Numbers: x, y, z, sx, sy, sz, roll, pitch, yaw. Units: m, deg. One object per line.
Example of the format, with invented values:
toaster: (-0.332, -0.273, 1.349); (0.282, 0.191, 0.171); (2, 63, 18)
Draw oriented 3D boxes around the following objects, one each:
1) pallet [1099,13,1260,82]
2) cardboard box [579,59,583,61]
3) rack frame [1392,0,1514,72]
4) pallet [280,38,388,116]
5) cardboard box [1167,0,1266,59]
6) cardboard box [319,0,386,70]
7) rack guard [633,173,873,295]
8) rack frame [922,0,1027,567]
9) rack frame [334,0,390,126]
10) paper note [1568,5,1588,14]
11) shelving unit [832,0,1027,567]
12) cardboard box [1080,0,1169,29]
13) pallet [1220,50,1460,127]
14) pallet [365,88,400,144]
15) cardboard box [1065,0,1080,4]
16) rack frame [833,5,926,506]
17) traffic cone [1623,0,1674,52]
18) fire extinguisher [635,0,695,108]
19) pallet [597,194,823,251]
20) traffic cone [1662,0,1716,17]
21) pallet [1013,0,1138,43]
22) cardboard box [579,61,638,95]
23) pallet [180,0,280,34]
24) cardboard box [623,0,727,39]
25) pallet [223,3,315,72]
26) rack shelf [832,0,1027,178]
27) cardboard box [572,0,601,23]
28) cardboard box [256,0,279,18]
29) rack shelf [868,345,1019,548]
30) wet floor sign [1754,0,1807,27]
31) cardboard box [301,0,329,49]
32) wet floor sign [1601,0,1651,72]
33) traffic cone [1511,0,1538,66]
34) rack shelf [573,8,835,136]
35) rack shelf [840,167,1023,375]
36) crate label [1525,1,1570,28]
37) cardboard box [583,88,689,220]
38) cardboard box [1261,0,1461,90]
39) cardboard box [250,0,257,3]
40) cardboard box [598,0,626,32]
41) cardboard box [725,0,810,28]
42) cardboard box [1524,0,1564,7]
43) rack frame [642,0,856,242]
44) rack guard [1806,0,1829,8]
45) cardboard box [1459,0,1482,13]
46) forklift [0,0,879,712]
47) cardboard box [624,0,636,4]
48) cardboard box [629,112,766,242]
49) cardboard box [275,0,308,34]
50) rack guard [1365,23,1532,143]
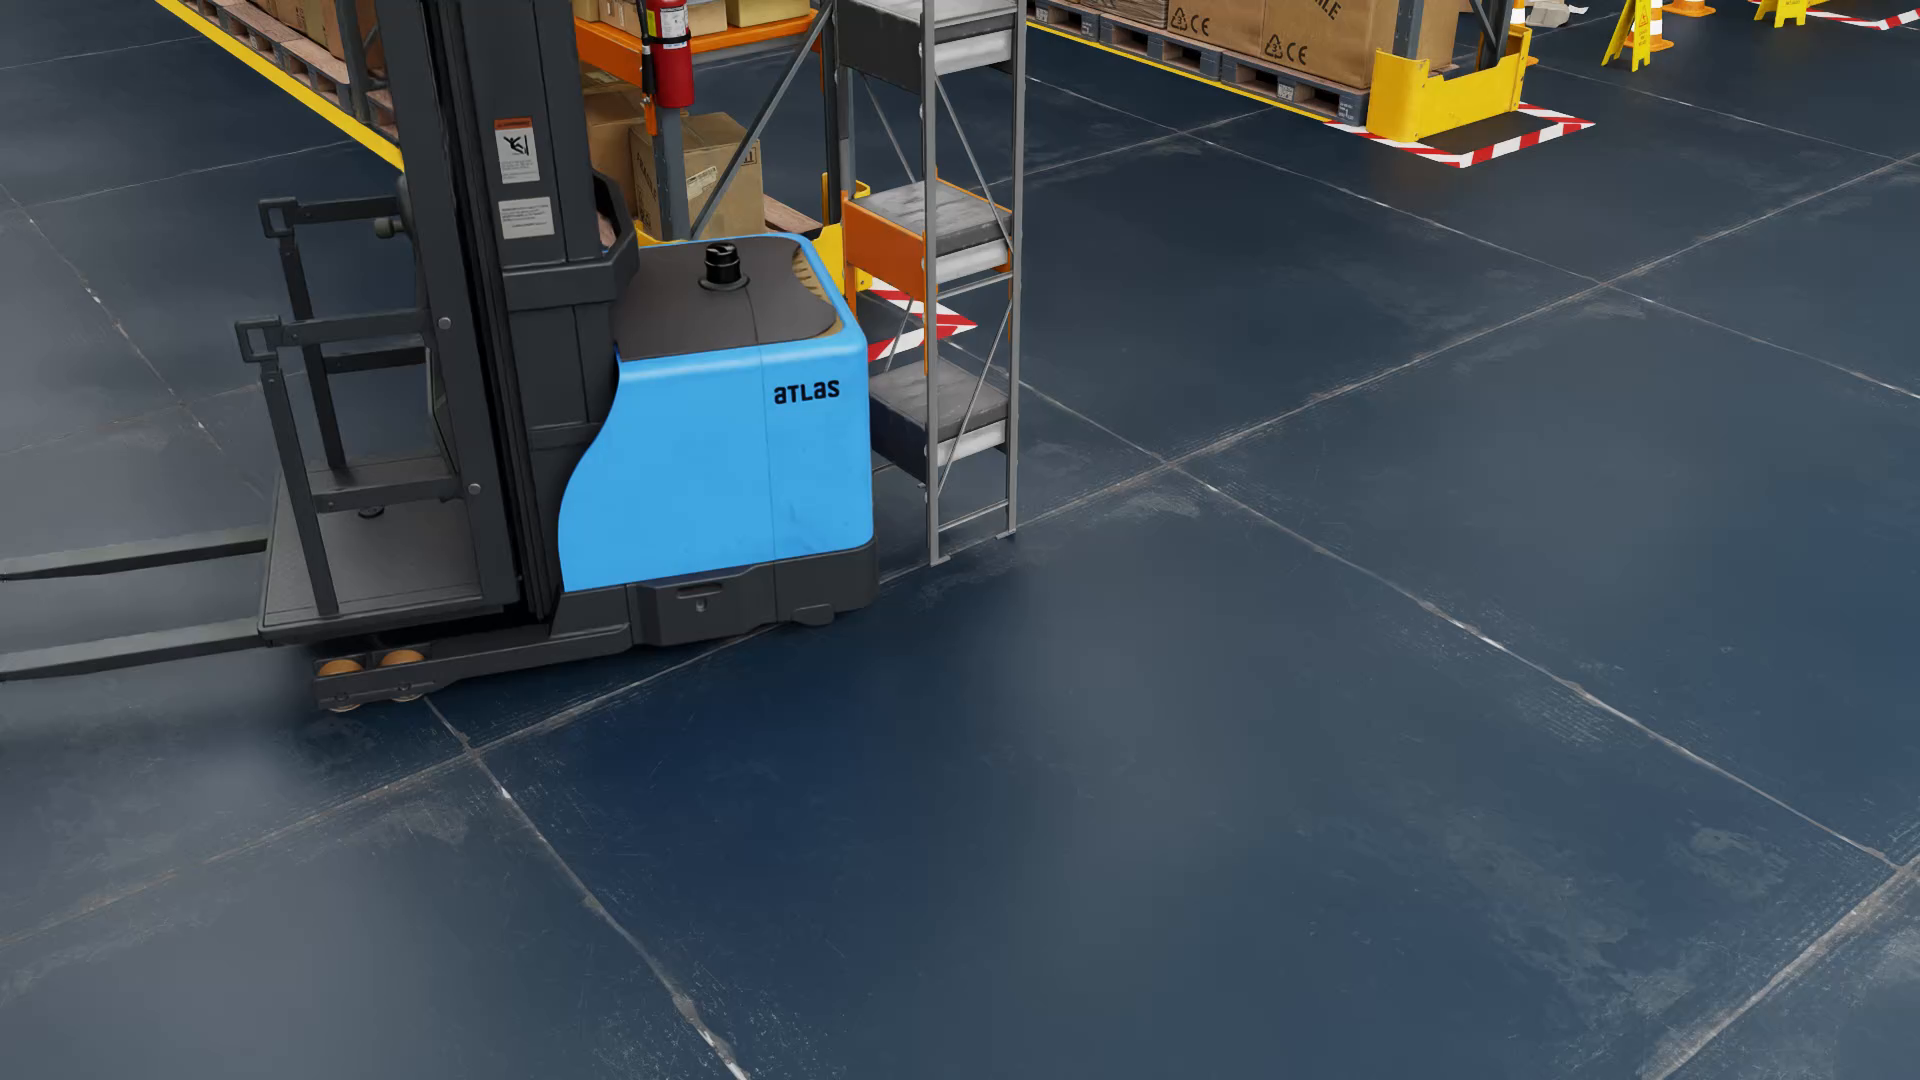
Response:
pallet: (1.755, -3.587, 11.826); (1.003, 0.211, 1.213); (-22, 38, -31)
cardboard box: (-2.368, -2.528, 9.448); (0.500, 0.500, 0.500); (-26, 40, -35)
rack frame: (3.051, -3.956, 9.777); (1.000, 3.000, 0.127); (-22, 38, -31)
pallet: (-3.861, -3.200, 11.202); (1.003, 0.211, 1.213); (-22, 38, -31)
cardboard box: (2.042, -3.859, 11.236); (0.875, 0.875, 0.875); (-23, 39, -32)
cardboard box: (-3.742, -3.448, 10.911); (0.700, 0.500, 0.500); (-26, 40, -35)
rack guard: (-0.976, -1.363, 7.971); (1.175, 0.500, 0.348); (-22, 38, -31)
rack frame: (0.048, -0.859, 5.643); (0.400, 2.100, 0.015); (-22, 38, -31)
rack frame: (-3.382, -4.060, 9.945); (1.000, 3.000, 0.127); (-22, 38, -31)
paper note: (4.747, -4.088, 12.804); (0.142, 0.019, 0.148); (18, 36, 27)
shelving unit: (-0.102, -0.961, 5.807); (0.431, 2.100, 0.503); (-22, 38, -31)
cardboard box: (1.484, -4.240, 11.849); (0.875, 0.875, 0.875); (-22, 38, -31)
pallet: (2.499, -3.079, 11.008); (1.003, 0.211, 1.213); (-22, 38, -31)
pallet: (-2.942, -2.607, 10.248); (1.003, 0.211, 1.213); (-22, 38, -31)
cardboard box: (0.928, -4.614, 12.452); (0.875, 0.875, 0.875); (-22, 38, -31)
rack frame: (-0.251, -1.063, 5.971); (0.400, 2.100, 0.015); (-22, 38, -31)
traffic cone: (4.948, -3.783, 11.902); (0.336, 0.463, 0.334); (-22, 38, -31)
fire extinguisher: (-1.223, -2.164, 6.964); (0.296, 0.674, 0.183); (-22, 38, -31)
pallet: (-1.446, -1.591, 8.611); (1.003, 0.211, 1.213); (-22, 38, -31)
traffic cone: (5.616, -4.284, 12.709); (0.336, 0.463, 0.334); (-22, 38, -31)
pallet: (1.002, -4.096, 12.645); (1.003, 0.211, 1.213); (-22, 38, -31)
cardboard box: (-2.061, -2.281, 9.050); (0.500, 0.500, 0.500); (-19, 36, -27)
pallet: (-5.357, -4.217, 12.839); (1.003, 0.211, 1.213); (-22, 38, -31)
cardboard box: (-1.267, -2.339, 7.411); (0.380, 0.149, 0.250); (-22, 38, -31)
pallet: (-4.613, -3.709, 12.021); (1.003, 0.211, 1.213); (-22, 38, -31)
rack shelf: (-0.101, -1.544, 5.445); (0.431, 0.518, 0.480); (-22, 38, -31)
cardboard box: (-1.614, -2.531, 7.720); (0.380, 0.149, 0.250); (-22, 38, -31)
cardboard box: (-4.705, -4.119, 11.991); (0.700, 0.500, 0.500); (-19, 37, -28)
rack shelf: (-0.102, -0.355, 6.184); (0.431, 0.518, 0.480); (-22, 38, -31)
wet floor sign: (6.170, -4.174, 12.359); (0.267, 0.644, 0.232); (-10, 33, -15)
cardboard box: (-4.019, -3.653, 11.241); (0.700, 0.500, 0.500); (-23, 38, -32)
wet floor sign: (4.633, -3.584, 11.410); (0.232, 0.644, 0.267); (26, 40, 35)
traffic cone: (3.847, -3.559, 11.542); (0.336, 0.463, 0.334); (-22, 38, -31)
rack shelf: (-2.156, -2.921, 8.792); (1.077, 0.370, 4.000); (-22, 38, -31)
rack shelf: (-0.102, -0.949, 5.814); (0.431, 0.518, 0.480); (-22, 38, -31)
crate label: (4.417, -3.952, 12.484); (0.298, 0.136, 0.250); (12, 34, 19)
cardboard box: (-1.692, -2.014, 8.620); (0.500, 0.500, 0.500); (-12, 34, -19)
cardboard box: (2.583, -3.493, 10.647); (0.875, 0.875, 0.875); (-22, 38, -31)
cardboard box: (-5.058, -4.353, 12.367); (0.700, 0.500, 0.500); (-26, 40, -35)
cardboard box: (-1.420, -2.443, 7.579); (0.380, 0.149, 0.250); (-22, 38, -31)
cardboard box: (-0.916, -2.483, 7.642); (0.380, 0.149, 0.250); (-22, 38, -31)
cardboard box: (4.500, -4.281, 13.002); (0.380, 0.149, 0.250); (-4, 32, -7)
rack frame: (-0.929, -2.393, 7.261); (1.000, 3.000, 0.127); (-22, 38, -31)
rack guard: (6.852, -4.569, 13.133); (1.175, 0.500, 0.348); (-22, 38, -31)
cardboard box: (3.822, -4.452, 12.941); (0.637, 0.503, 0.797); (6, 32, 10)
forklift: (-1.859, -1.003, 5.087); (3.031, 2.935, 1.130); (-9, 33, -14)
cardboard box: (-1.245, -2.800, 7.539); (0.875, 0.500, 0.500); (-22, 38, -31)
cardboard box: (-1.299, -1.776, 8.237); (0.500, 0.500, 0.500); (-15, 35, -23)
cardboard box: (-4.363, -3.886, 11.616); (0.700, 0.500, 0.500); (-26, 40, -35)
rack guard: (3.066, -2.884, 10.420); (1.175, 0.500, 0.348); (-22, 38, -31)
